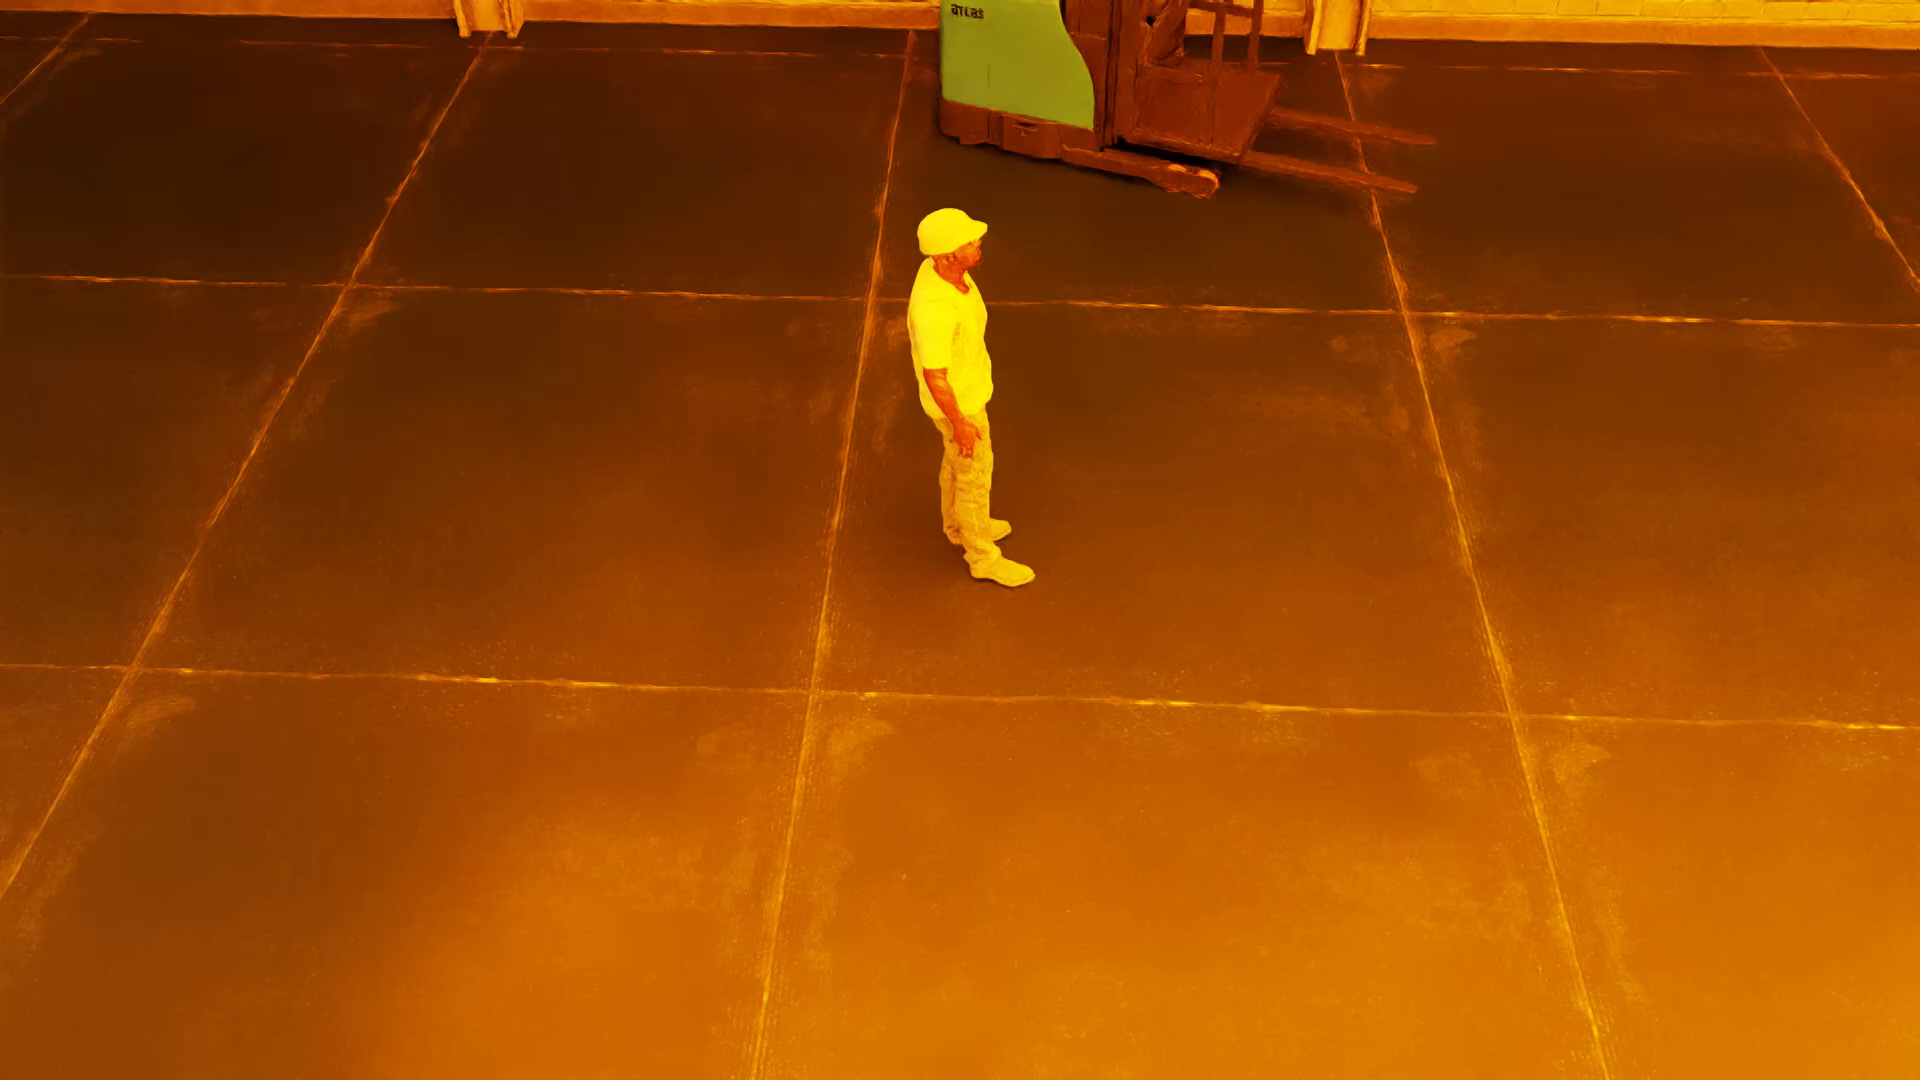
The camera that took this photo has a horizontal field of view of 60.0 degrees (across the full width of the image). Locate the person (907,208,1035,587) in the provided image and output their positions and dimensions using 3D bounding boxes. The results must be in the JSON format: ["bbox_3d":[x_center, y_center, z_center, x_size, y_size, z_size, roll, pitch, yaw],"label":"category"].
[{"bbox_3d":[0.069,-0.652,7.310,0.576,1.766,0.665,2,42,2],"label":"person"}]

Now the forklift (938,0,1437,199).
[{"bbox_3d":[1.429,-3.583,9.667,3.031,2.935,1.130,16,45,16],"label":"forklift"}]
